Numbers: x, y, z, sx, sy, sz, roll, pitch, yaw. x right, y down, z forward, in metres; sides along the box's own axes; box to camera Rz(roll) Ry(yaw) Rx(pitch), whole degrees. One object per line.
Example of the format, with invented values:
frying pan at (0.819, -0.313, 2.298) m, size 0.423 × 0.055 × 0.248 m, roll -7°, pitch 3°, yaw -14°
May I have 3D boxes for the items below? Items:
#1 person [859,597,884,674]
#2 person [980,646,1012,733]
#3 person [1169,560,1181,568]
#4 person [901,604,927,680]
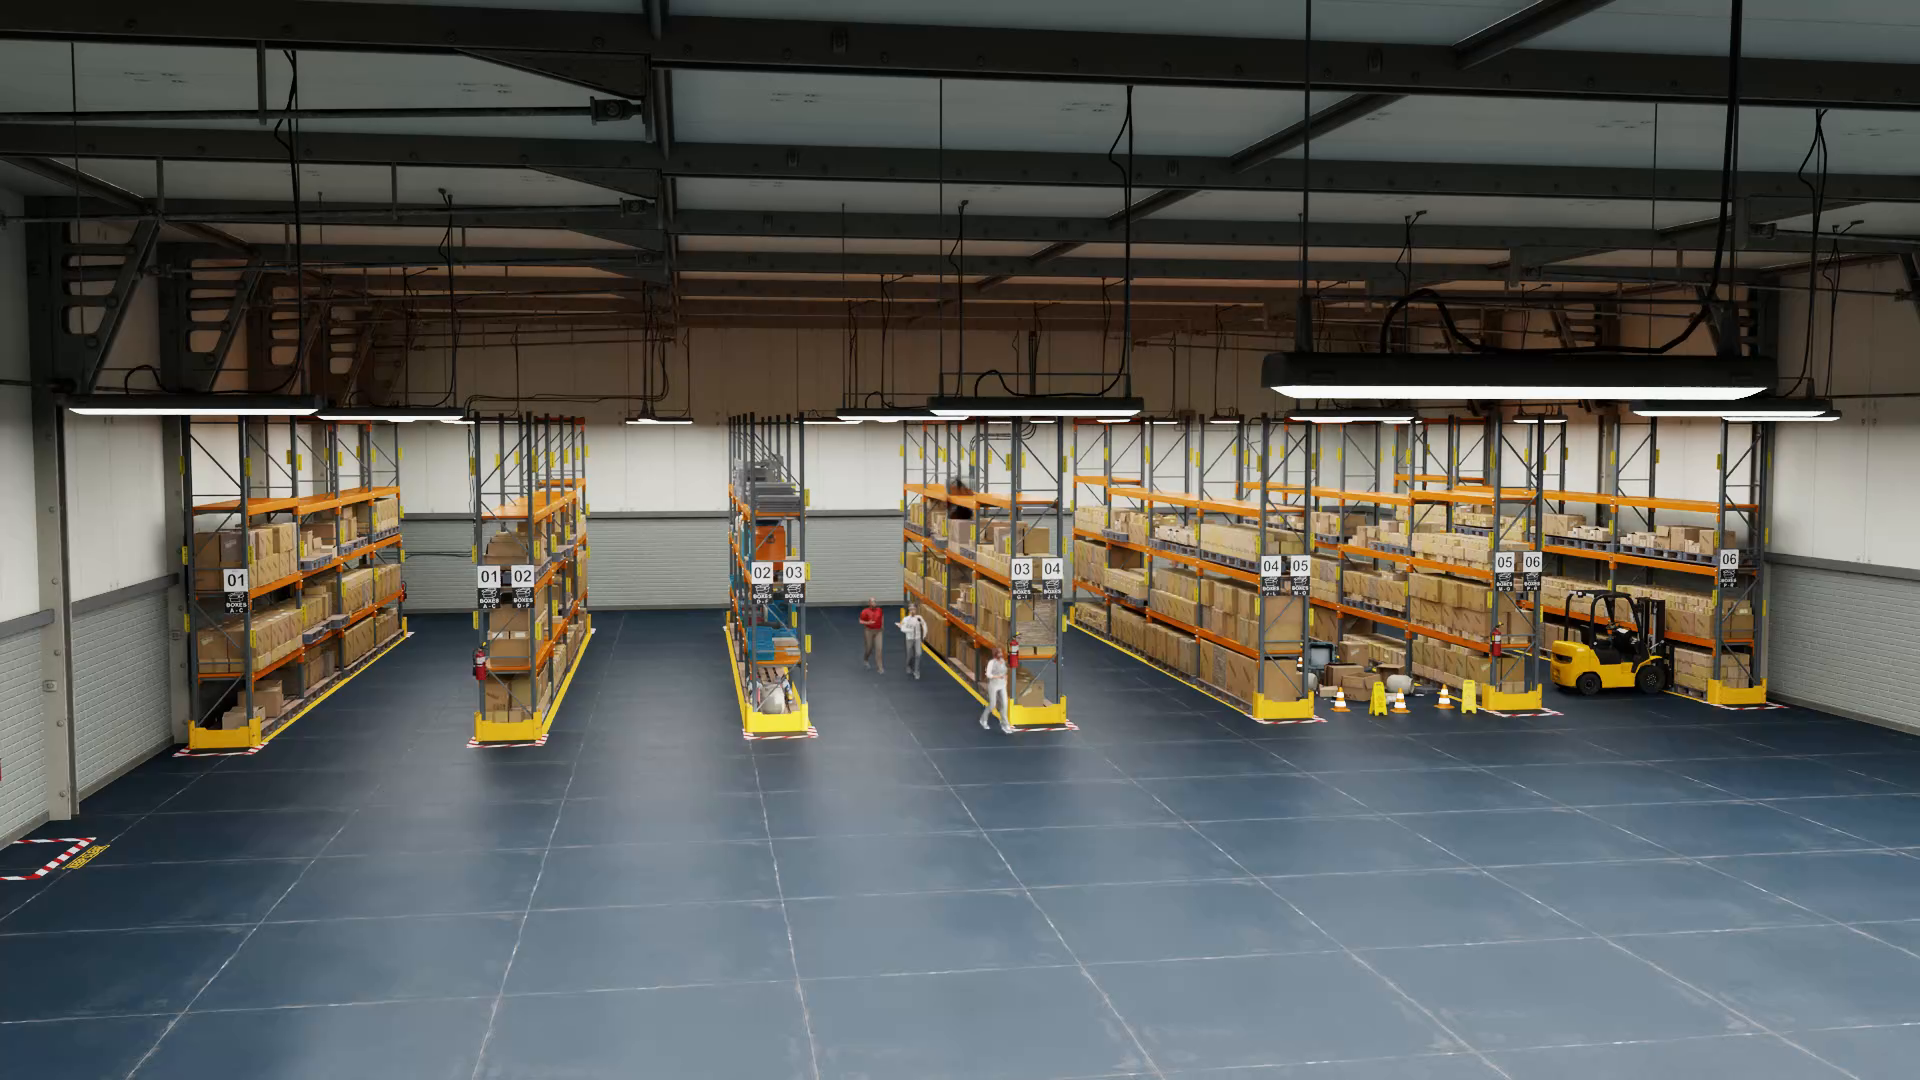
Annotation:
person at (-2.033, 2.205, 38.792) m, size 0.659 × 1.735 × 0.967 m, roll -2°, pitch 4°, yaw -22°
person at (0.689, 2.791, 31.124) m, size 0.546 × 1.586 × 0.797 m, roll -3°, pitch 5°, yaw -41°
person at (6.518, 1.410, 50.378) m, size 0.899 × 1.821 × 0.674 m, roll 0°, pitch 4°, yaw -4°
person at (-1.049, 2.309, 38.015) m, size 0.620 × 1.728 × 0.819 m, roll 0°, pitch 4°, yaw -7°
